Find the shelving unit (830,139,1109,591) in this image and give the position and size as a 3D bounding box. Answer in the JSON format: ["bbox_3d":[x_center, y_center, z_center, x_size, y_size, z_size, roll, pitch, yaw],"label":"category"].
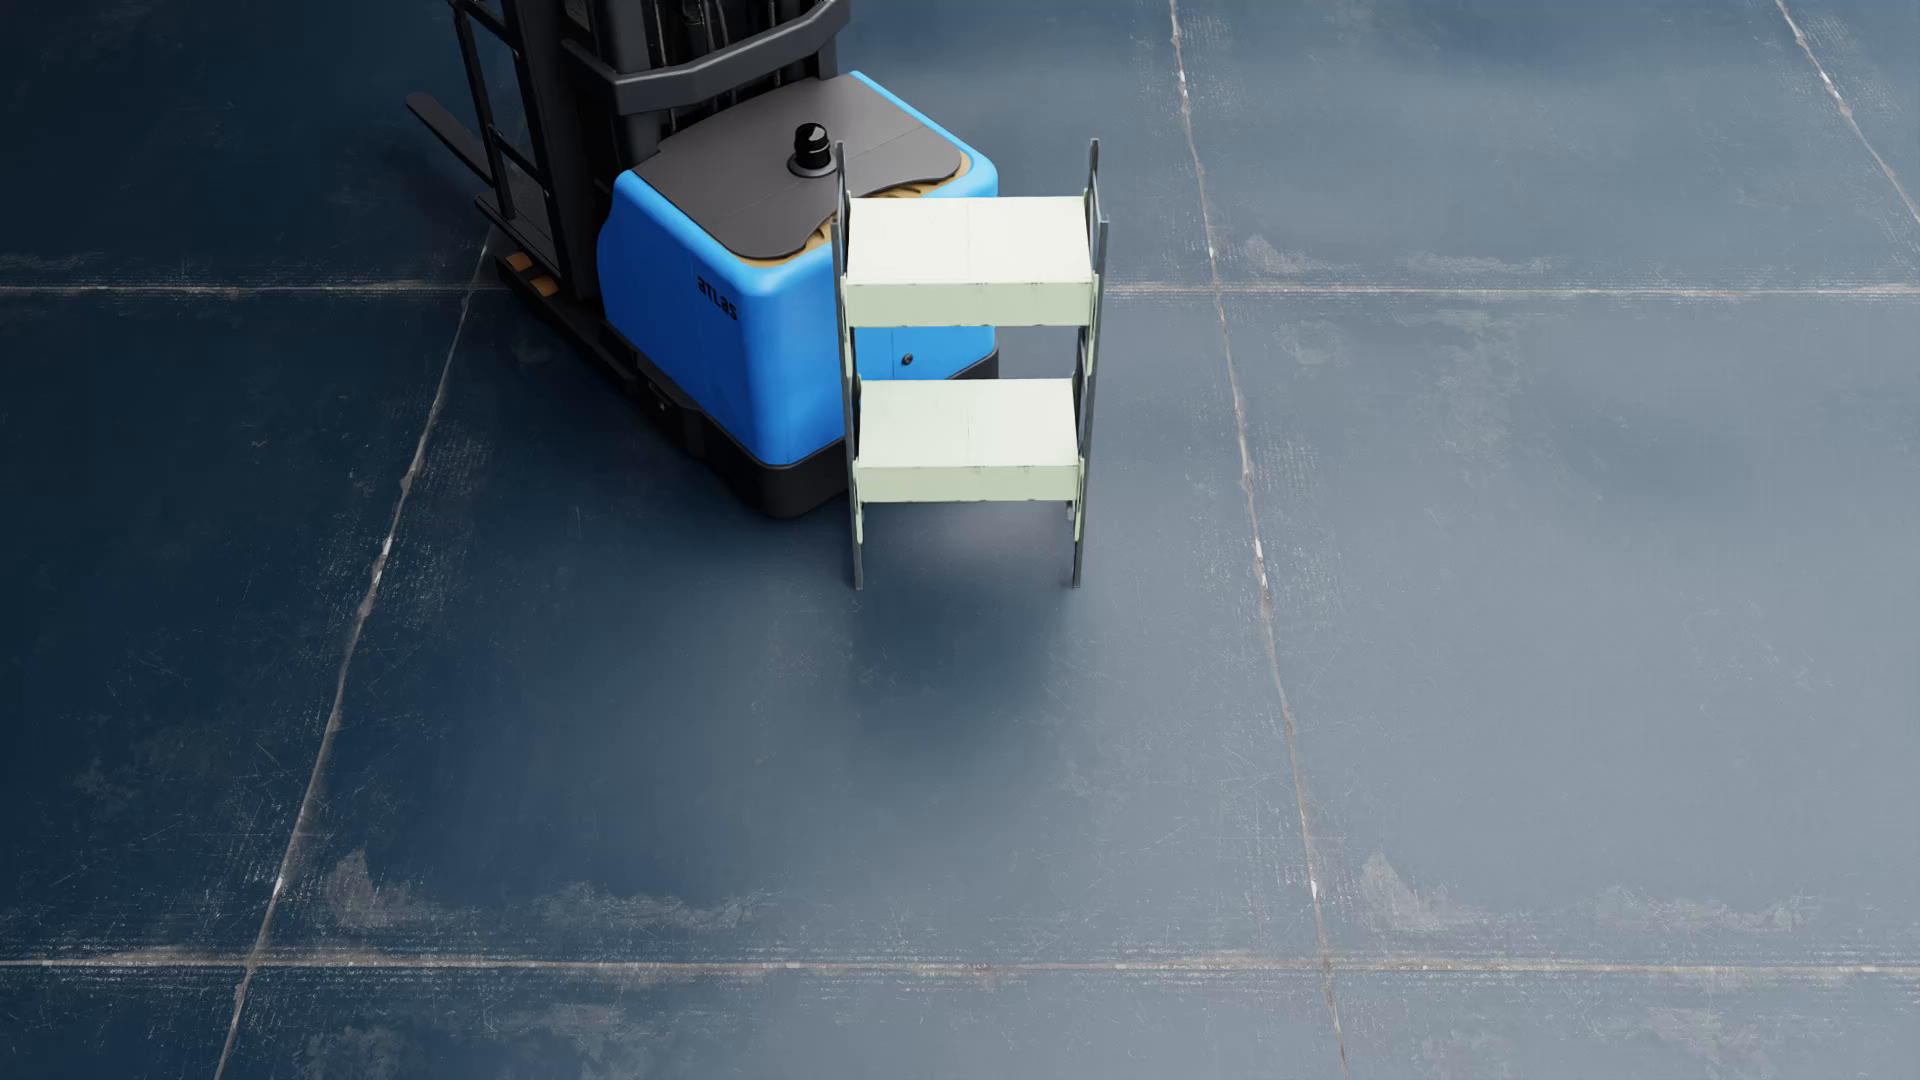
[{"bbox_3d":[0.024,-0.491,5.182,0.755,1.500,0.431,-1,47,-1],"label":"shelving unit"}]

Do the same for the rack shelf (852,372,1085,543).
[{"bbox_3d":[0.024,-0.269,5.421,0.720,0.370,0.431,-1,47,-1],"label":"rack shelf"}]

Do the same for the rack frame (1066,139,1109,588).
[{"bbox_3d":[0.390,-0.495,5.186,0.023,1.500,0.400,-1,47,-1],"label":"rack frame"}]

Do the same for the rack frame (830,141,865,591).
[{"bbox_3d":[-0.342,-0.487,5.179,0.023,1.500,0.400,-1,47,-1],"label":"rack frame"}]

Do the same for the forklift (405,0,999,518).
[{"bbox_3d":[-1.192,-2.087,5.690,1.130,2.935,3.031,-32,55,-26],"label":"forklift"}]

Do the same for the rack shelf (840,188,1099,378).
[{"bbox_3d":[0.024,-0.757,4.897,0.720,0.370,0.431,-1,47,-1],"label":"rack shelf"}]
